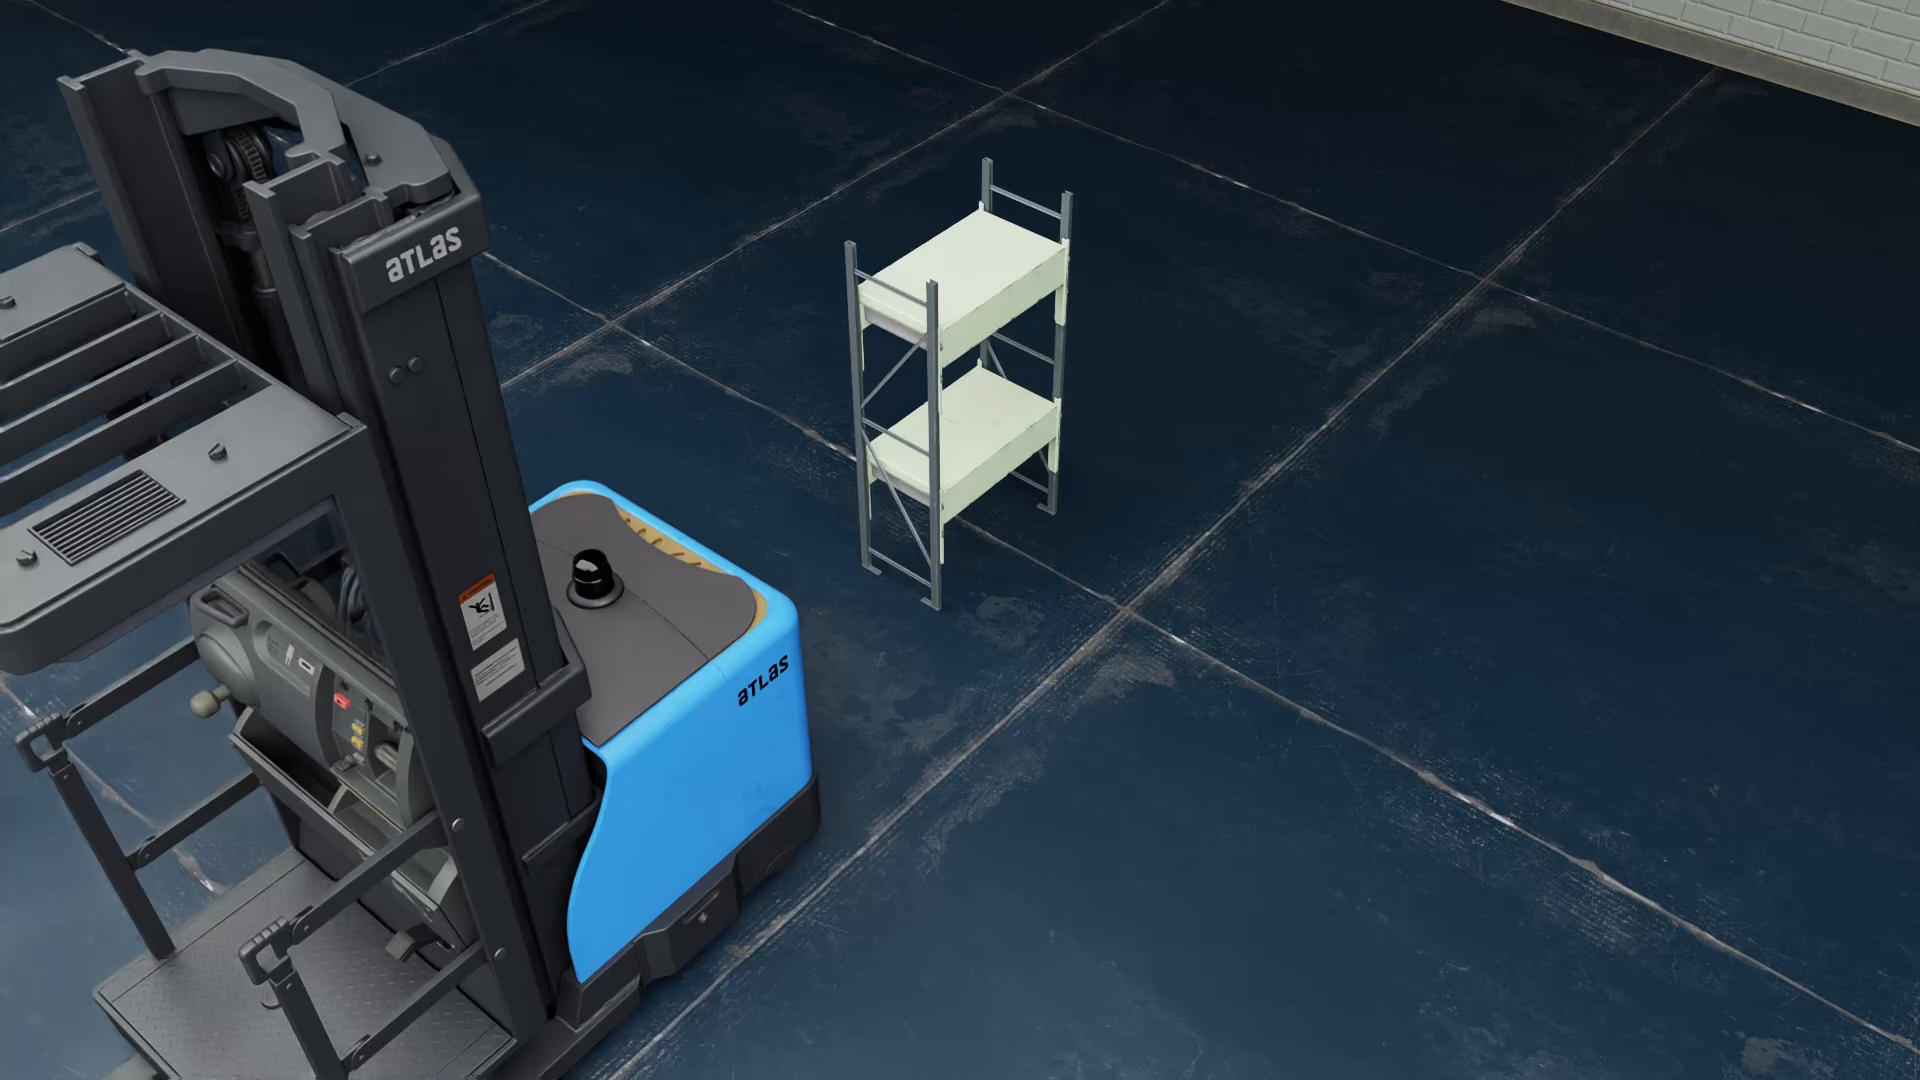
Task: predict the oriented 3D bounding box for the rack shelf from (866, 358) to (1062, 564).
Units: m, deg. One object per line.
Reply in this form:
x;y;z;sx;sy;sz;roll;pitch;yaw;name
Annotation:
0.004;-0.317;6.469;0.431;0.370;0.720;29;50;28;rack shelf

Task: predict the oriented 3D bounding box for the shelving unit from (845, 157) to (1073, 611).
0.004;-0.558;6.249;0.431;1.500;0.755;29;50;28;shelving unit

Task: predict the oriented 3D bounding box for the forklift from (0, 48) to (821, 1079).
-1.789;0.463;4.062;1.130;2.935;3.031;29;50;28;forklift

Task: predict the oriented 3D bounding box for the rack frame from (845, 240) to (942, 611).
-0.231;-0.370;6.042;0.400;1.500;0.023;29;50;28;rack frame

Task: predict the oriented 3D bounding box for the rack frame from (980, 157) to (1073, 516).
0.240;-0.747;6.457;0.400;1.500;0.023;29;50;28;rack frame

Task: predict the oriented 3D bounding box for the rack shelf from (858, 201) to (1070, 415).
0.004;-0.847;5.987;0.431;0.370;0.720;29;50;28;rack shelf
